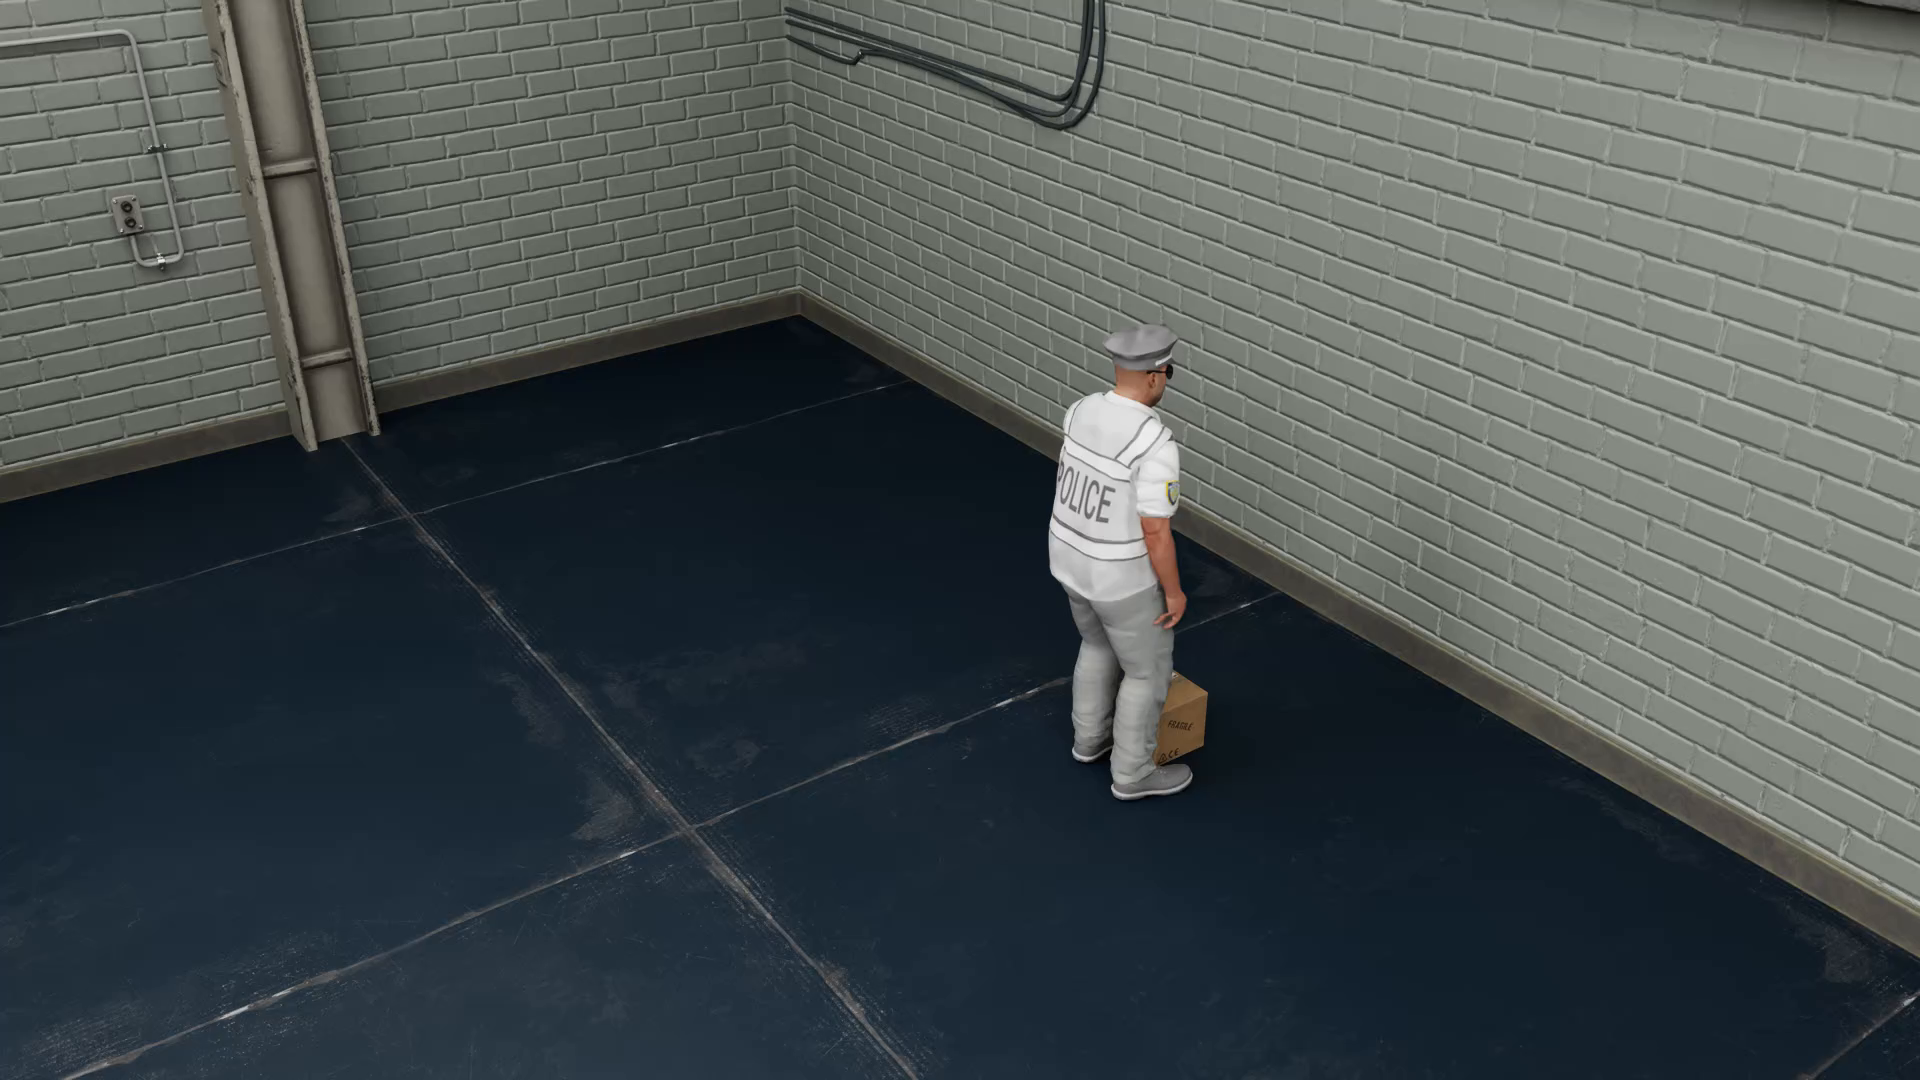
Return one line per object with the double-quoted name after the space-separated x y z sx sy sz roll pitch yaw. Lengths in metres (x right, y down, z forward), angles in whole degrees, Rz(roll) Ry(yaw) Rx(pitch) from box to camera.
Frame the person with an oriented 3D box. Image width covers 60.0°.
0.571 0.094 5.941 0.467 1.748 0.587 -18 33 -30 "person"
